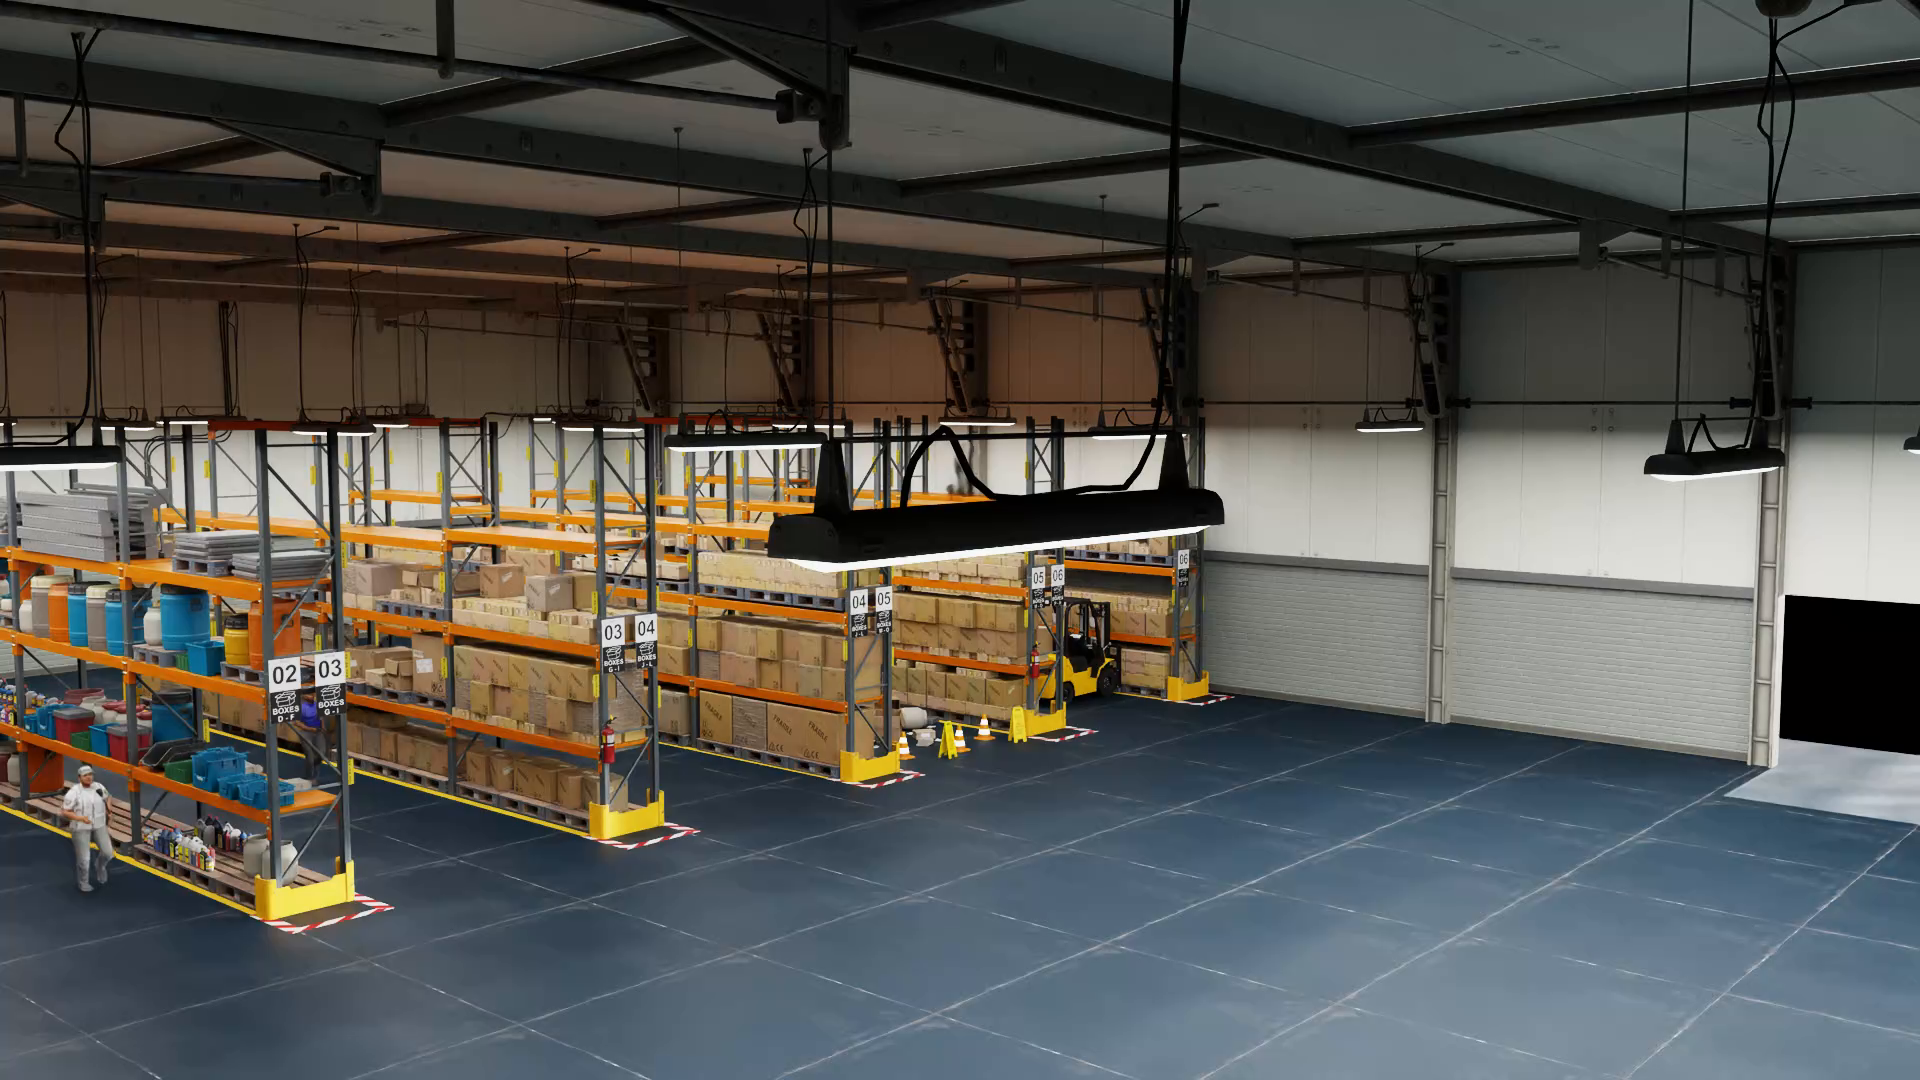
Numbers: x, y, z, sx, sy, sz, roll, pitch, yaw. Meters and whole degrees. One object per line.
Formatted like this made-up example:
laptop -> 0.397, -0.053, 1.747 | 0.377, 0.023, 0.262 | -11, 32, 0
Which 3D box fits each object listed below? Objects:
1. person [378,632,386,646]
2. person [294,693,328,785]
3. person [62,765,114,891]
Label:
person -> -13.889, 2.170, 39.623 | 0.567, 1.761, 0.656 | -3, 5, -29
person -> -10.694, 3.247, 27.497 | 0.548, 1.617, 0.569 | 4, 6, 41
person -> -11.238, 3.732, 21.514 | 0.549, 1.632, 0.639 | 5, 7, 44
